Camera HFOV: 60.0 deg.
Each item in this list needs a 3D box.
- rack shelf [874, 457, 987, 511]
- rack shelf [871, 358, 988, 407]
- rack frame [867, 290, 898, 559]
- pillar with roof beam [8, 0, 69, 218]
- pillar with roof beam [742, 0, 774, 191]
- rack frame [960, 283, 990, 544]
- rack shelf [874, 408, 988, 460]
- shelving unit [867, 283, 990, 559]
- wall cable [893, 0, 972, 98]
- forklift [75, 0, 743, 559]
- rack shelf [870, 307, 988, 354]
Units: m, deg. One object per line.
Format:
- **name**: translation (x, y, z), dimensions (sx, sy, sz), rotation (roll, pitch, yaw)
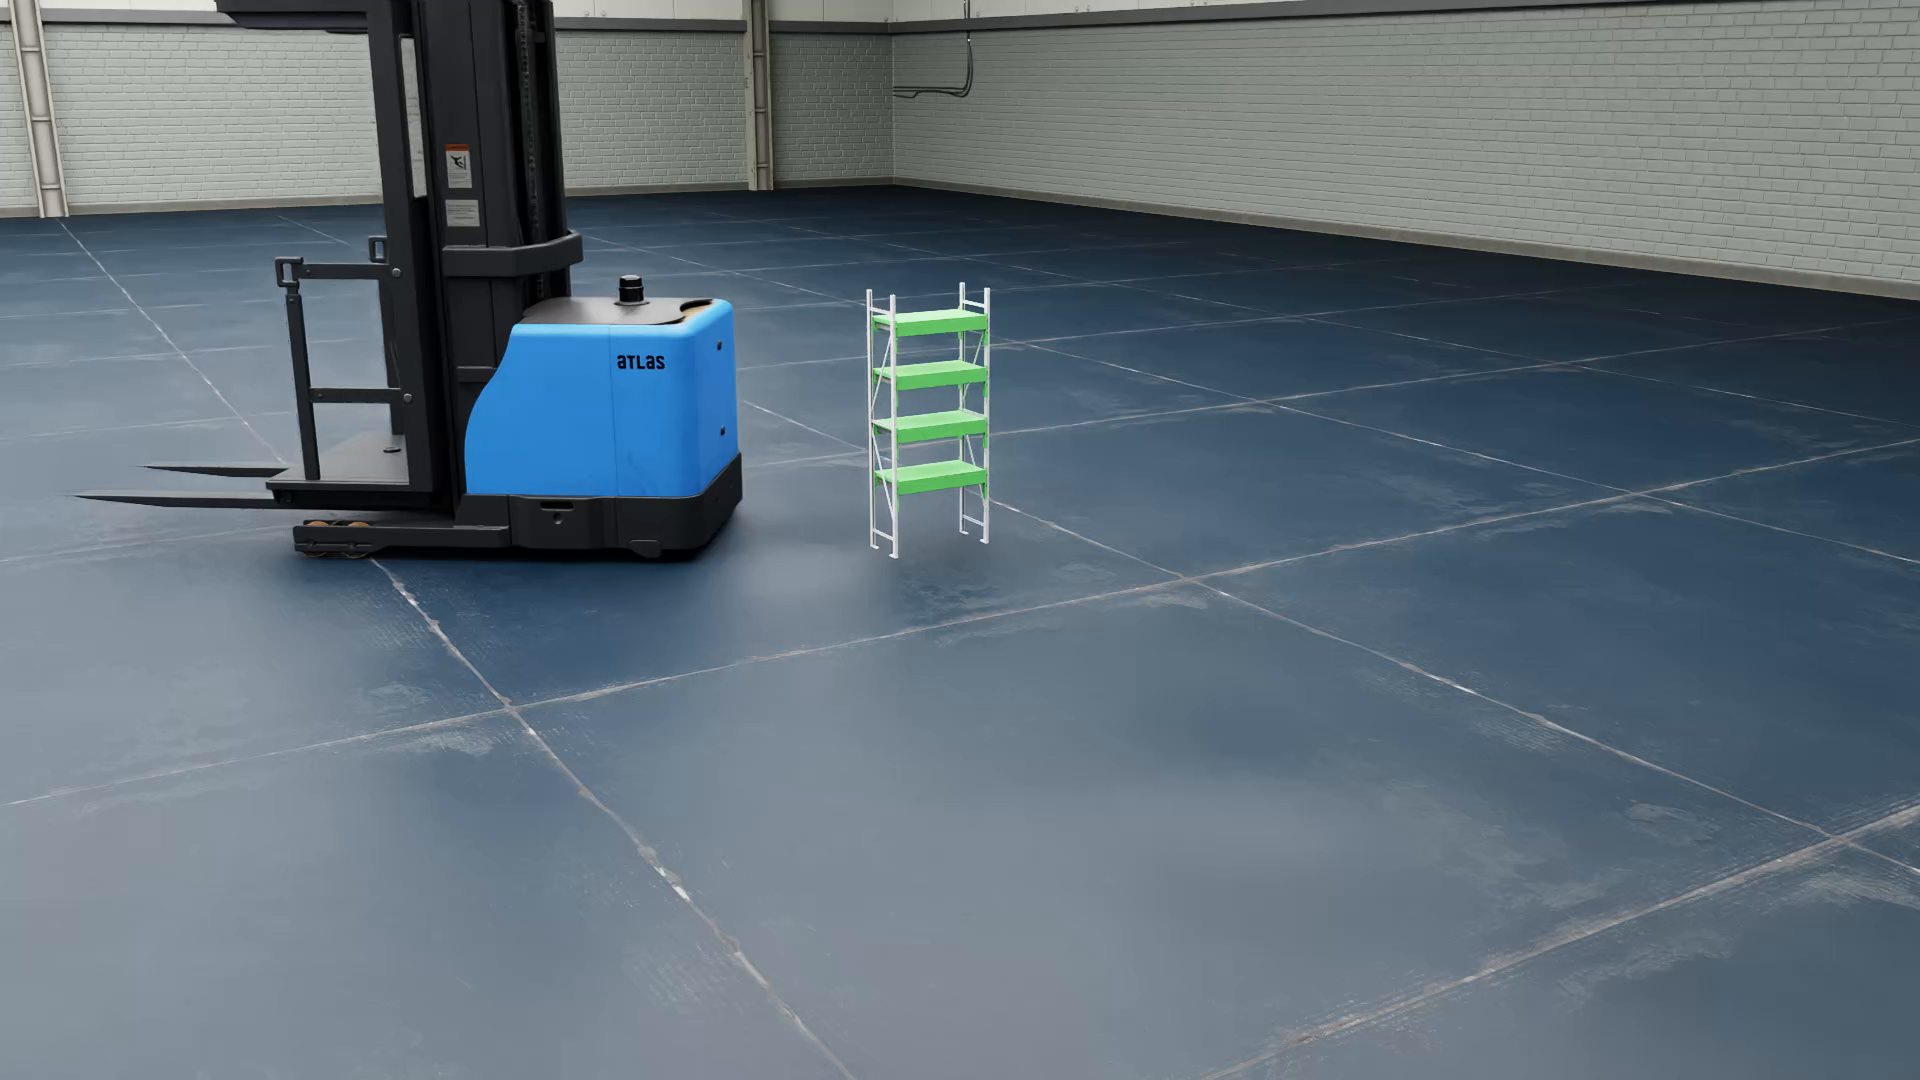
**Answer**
- **rack shelf**: translation (-0.142, -0.262, 7.748), dimensions (0.480, 0.148, 0.258), rotation (-9, 18, -30)
- **rack shelf**: translation (-0.142, -0.724, 7.618), dimensions (0.480, 0.148, 0.258), rotation (-9, 18, -30)
- **rack frame**: translation (-0.351, -0.521, 7.545), dimensions (0.015, 1.200, 0.240), rotation (-9, 18, -30)
- **pillar with roof beam**: translation (-11.879, -8.375, 21.114), dimensions (0.400, 9.000, 9.100), rotation (-9, 18, -30)
- **pillar with roof beam**: translation (-1.593, -10.043, 27.065), dimensions (0.400, 9.000, 9.100), rotation (-9, 18, -30)
- **rack frame**: translation (0.067, -0.589, 7.787), dimensions (0.015, 1.200, 0.240), rotation (-9, 18, -30)
- **rack shelf**: translation (-0.142, -0.493, 7.683), dimensions (0.480, 0.148, 0.258), rotation (-9, 18, -30)
- **shelving unit**: translation (-0.142, -0.555, 7.666), dimensions (0.503, 1.200, 0.258), rotation (-9, 18, -30)
- **wall cable**: translation (-0.603, -9.647, 31.406), dimensions (0.112, 2.526, 3.097), rotation (-9, 18, -30)
- **forklift**: translation (-2.639, -1.467, 7.712), dimensions (3.031, 2.935, 1.130), rotation (1, 16, 4)
- **rack shelf**: translation (-0.142, -0.955, 7.553), dimensions (0.480, 0.148, 0.258), rotation (-9, 18, -30)
